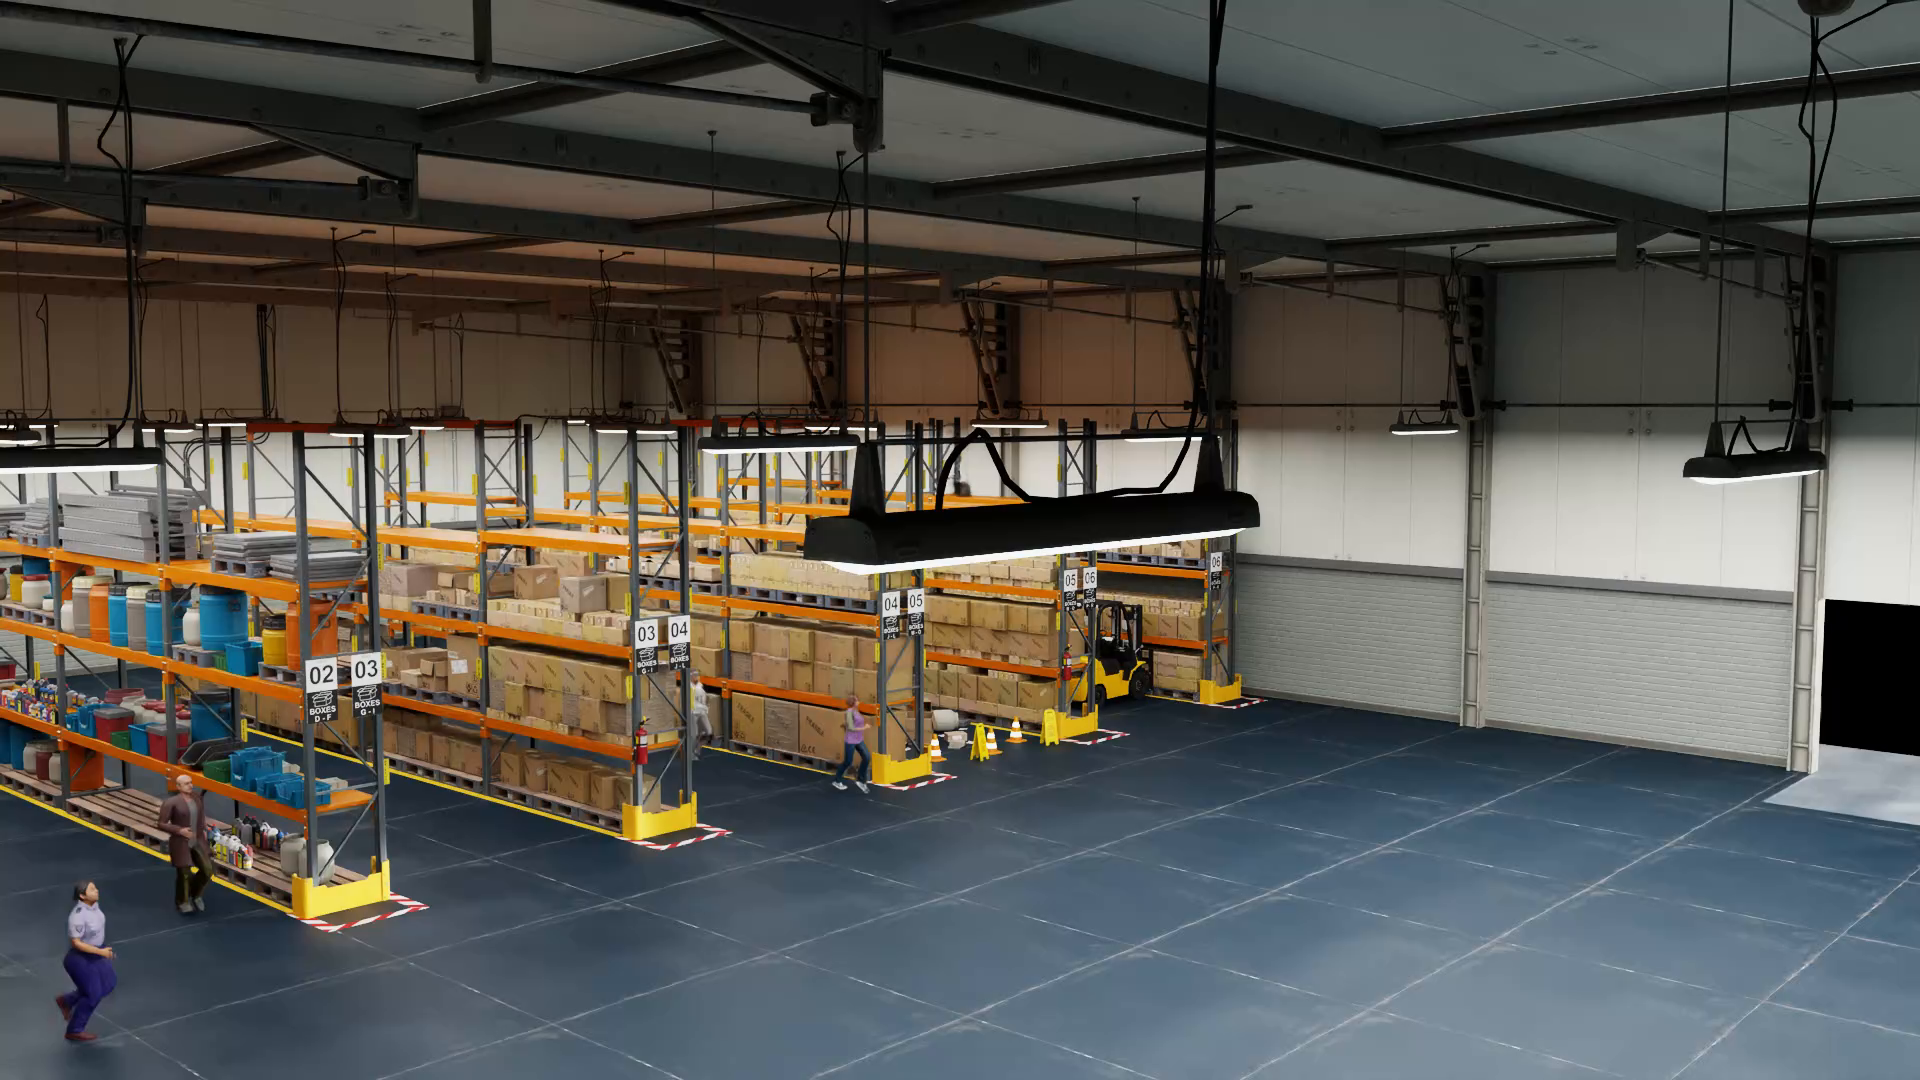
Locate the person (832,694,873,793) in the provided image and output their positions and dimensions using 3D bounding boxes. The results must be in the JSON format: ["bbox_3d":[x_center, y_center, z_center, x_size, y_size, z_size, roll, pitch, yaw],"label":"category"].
[{"bbox_3d":[-1.735,3.317,27.076,0.705,1.638,0.509,2,5,21],"label":"person"}]

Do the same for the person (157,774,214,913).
[{"bbox_3d":[-9.545,3.774,20.571,0.691,1.760,0.711,3,6,36],"label":"person"}]

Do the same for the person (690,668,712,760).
[{"bbox_3d":[-4.646,3.087,29.510,0.584,1.654,0.595,4,6,39],"label":"person"}]

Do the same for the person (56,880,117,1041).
[{"bbox_3d":[-8.736,4.186,16.623,0.616,1.605,0.632,-1,5,-12],"label":"person"}]
